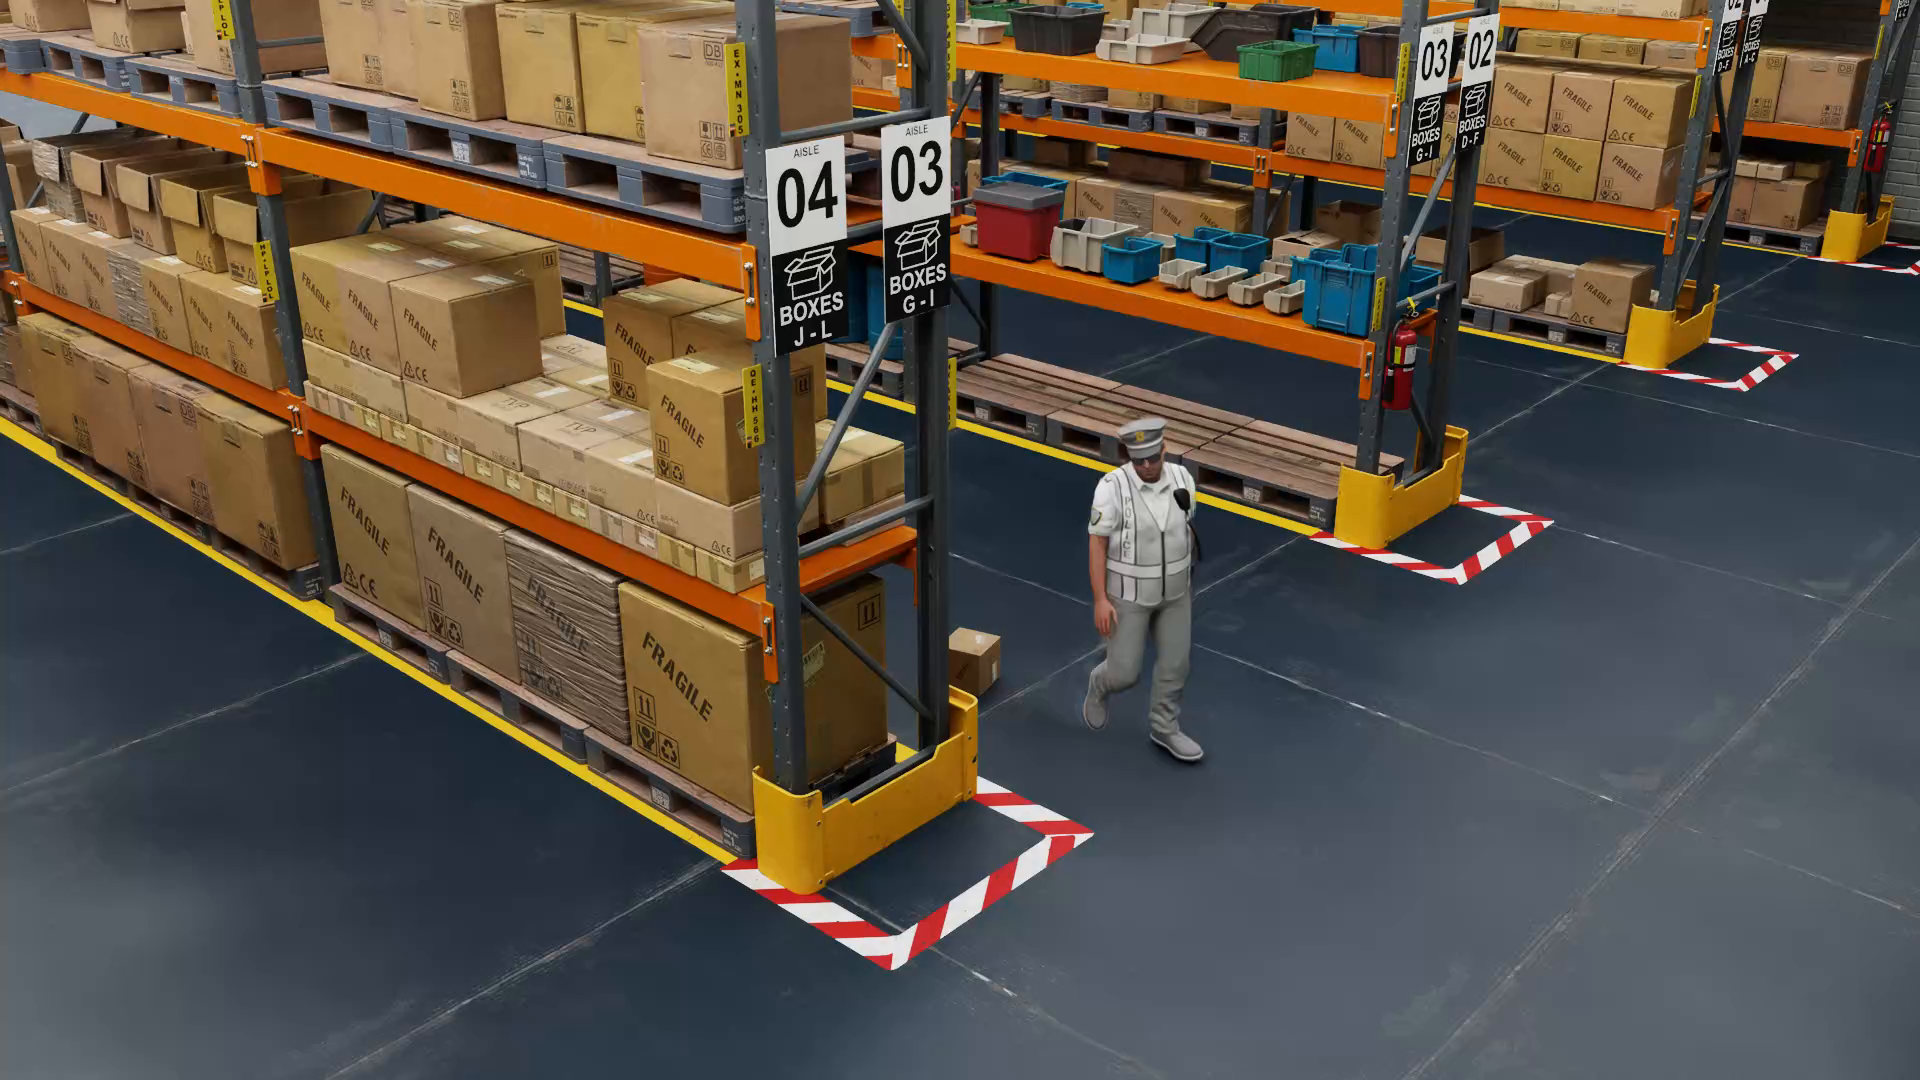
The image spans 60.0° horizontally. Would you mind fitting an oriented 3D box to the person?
[{"bbox_3d":[0.875,0.227,8.033,0.596,1.733,0.611,-9,25,-20],"label":"person"}]
